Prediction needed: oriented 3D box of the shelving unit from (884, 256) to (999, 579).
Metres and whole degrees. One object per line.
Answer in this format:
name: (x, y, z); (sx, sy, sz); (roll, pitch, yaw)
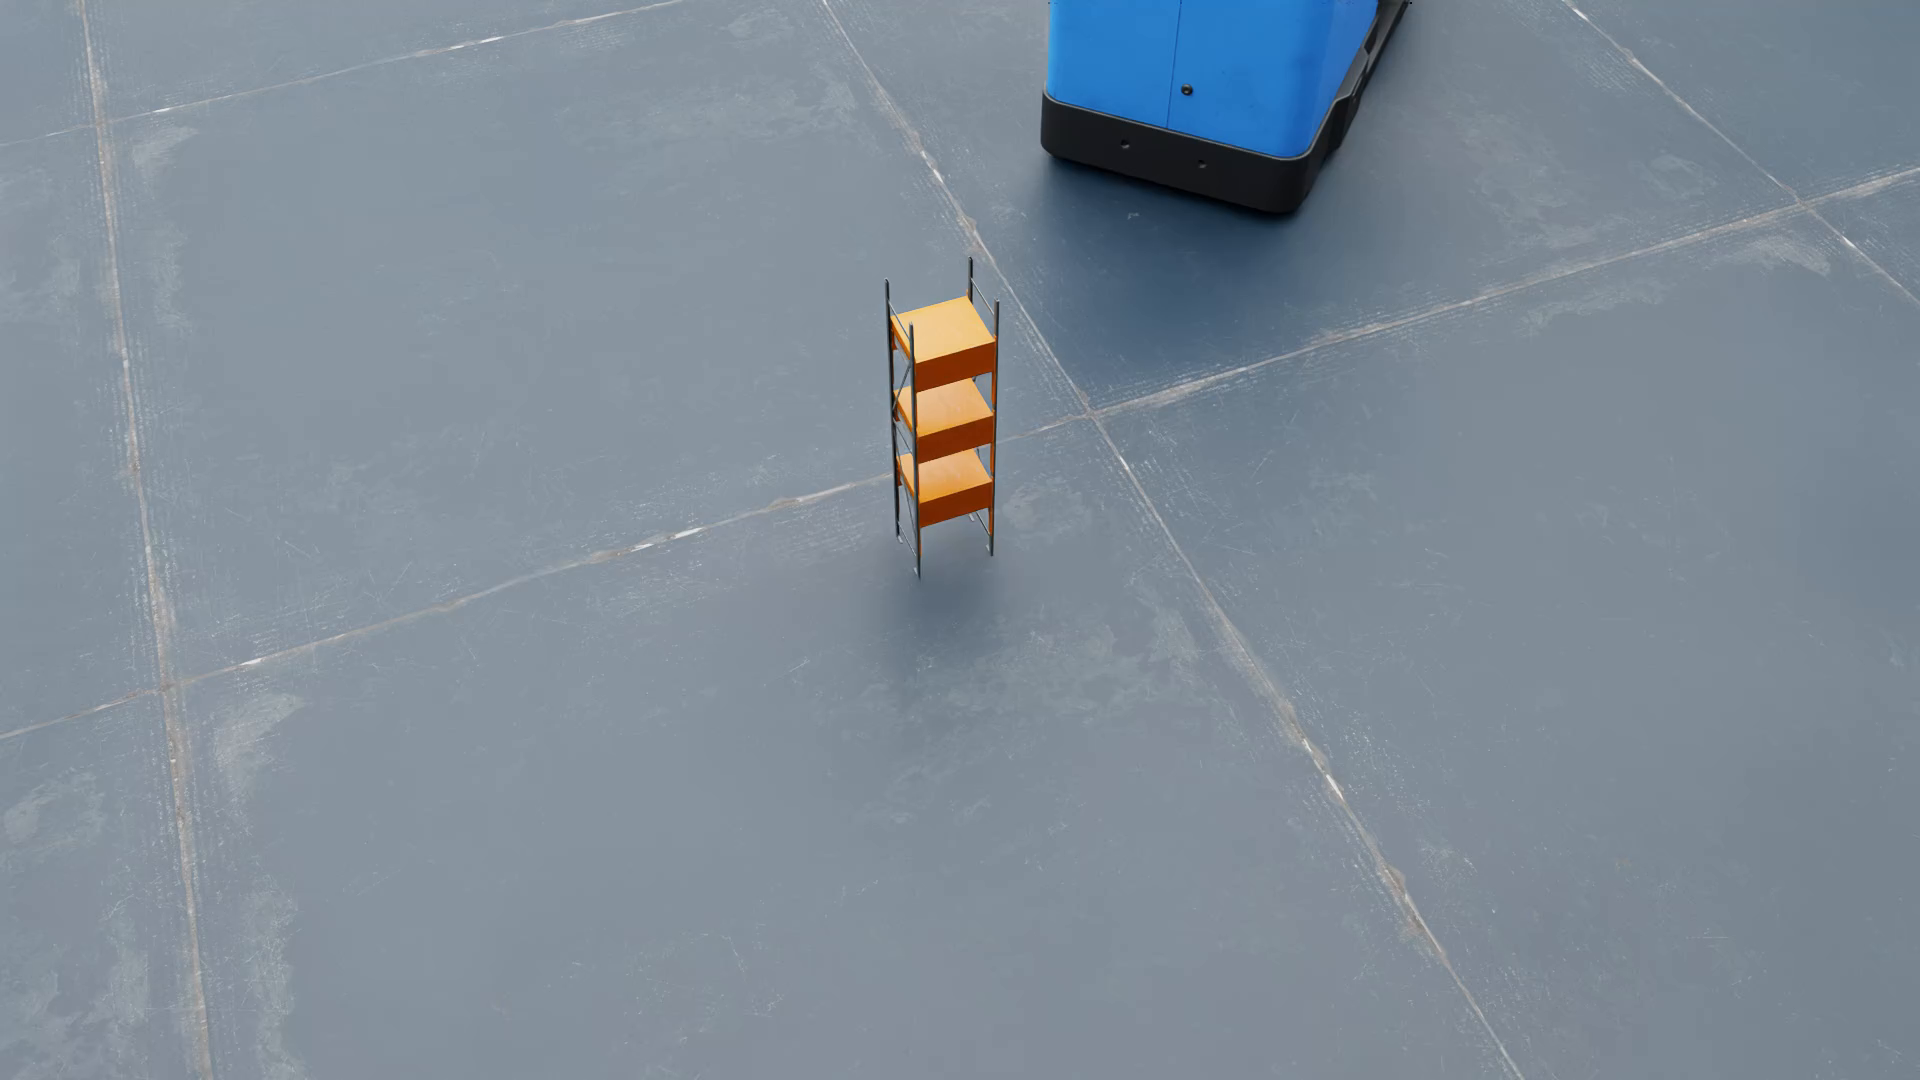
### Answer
shelving unit: (-0.050, -0.327, 4.839); (0.252, 1.050, 0.215); (-17, 52, -14)

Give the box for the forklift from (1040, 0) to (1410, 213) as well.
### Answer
forklift: (1.372, -3.313, 6.163); (1.130, 2.935, 3.031); (19, 52, 15)

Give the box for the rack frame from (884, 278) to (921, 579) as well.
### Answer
rack frame: (-0.162, -0.292, 4.808); (0.008, 1.050, 0.200); (-17, 52, -14)

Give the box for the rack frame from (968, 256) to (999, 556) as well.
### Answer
rack frame: (0.063, -0.362, 4.869); (0.008, 1.050, 0.200); (-17, 52, -14)

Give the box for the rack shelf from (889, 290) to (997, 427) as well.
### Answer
rack shelf: (-0.050, -0.505, 4.631); (0.240, 0.259, 0.215); (-17, 52, -14)

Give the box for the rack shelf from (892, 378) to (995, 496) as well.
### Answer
rack shelf: (-0.050, -0.320, 4.847); (0.240, 0.259, 0.215); (-17, 52, -14)

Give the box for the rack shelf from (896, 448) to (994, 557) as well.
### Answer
rack shelf: (-0.050, -0.139, 5.057); (0.240, 0.259, 0.215); (-17, 52, -14)
